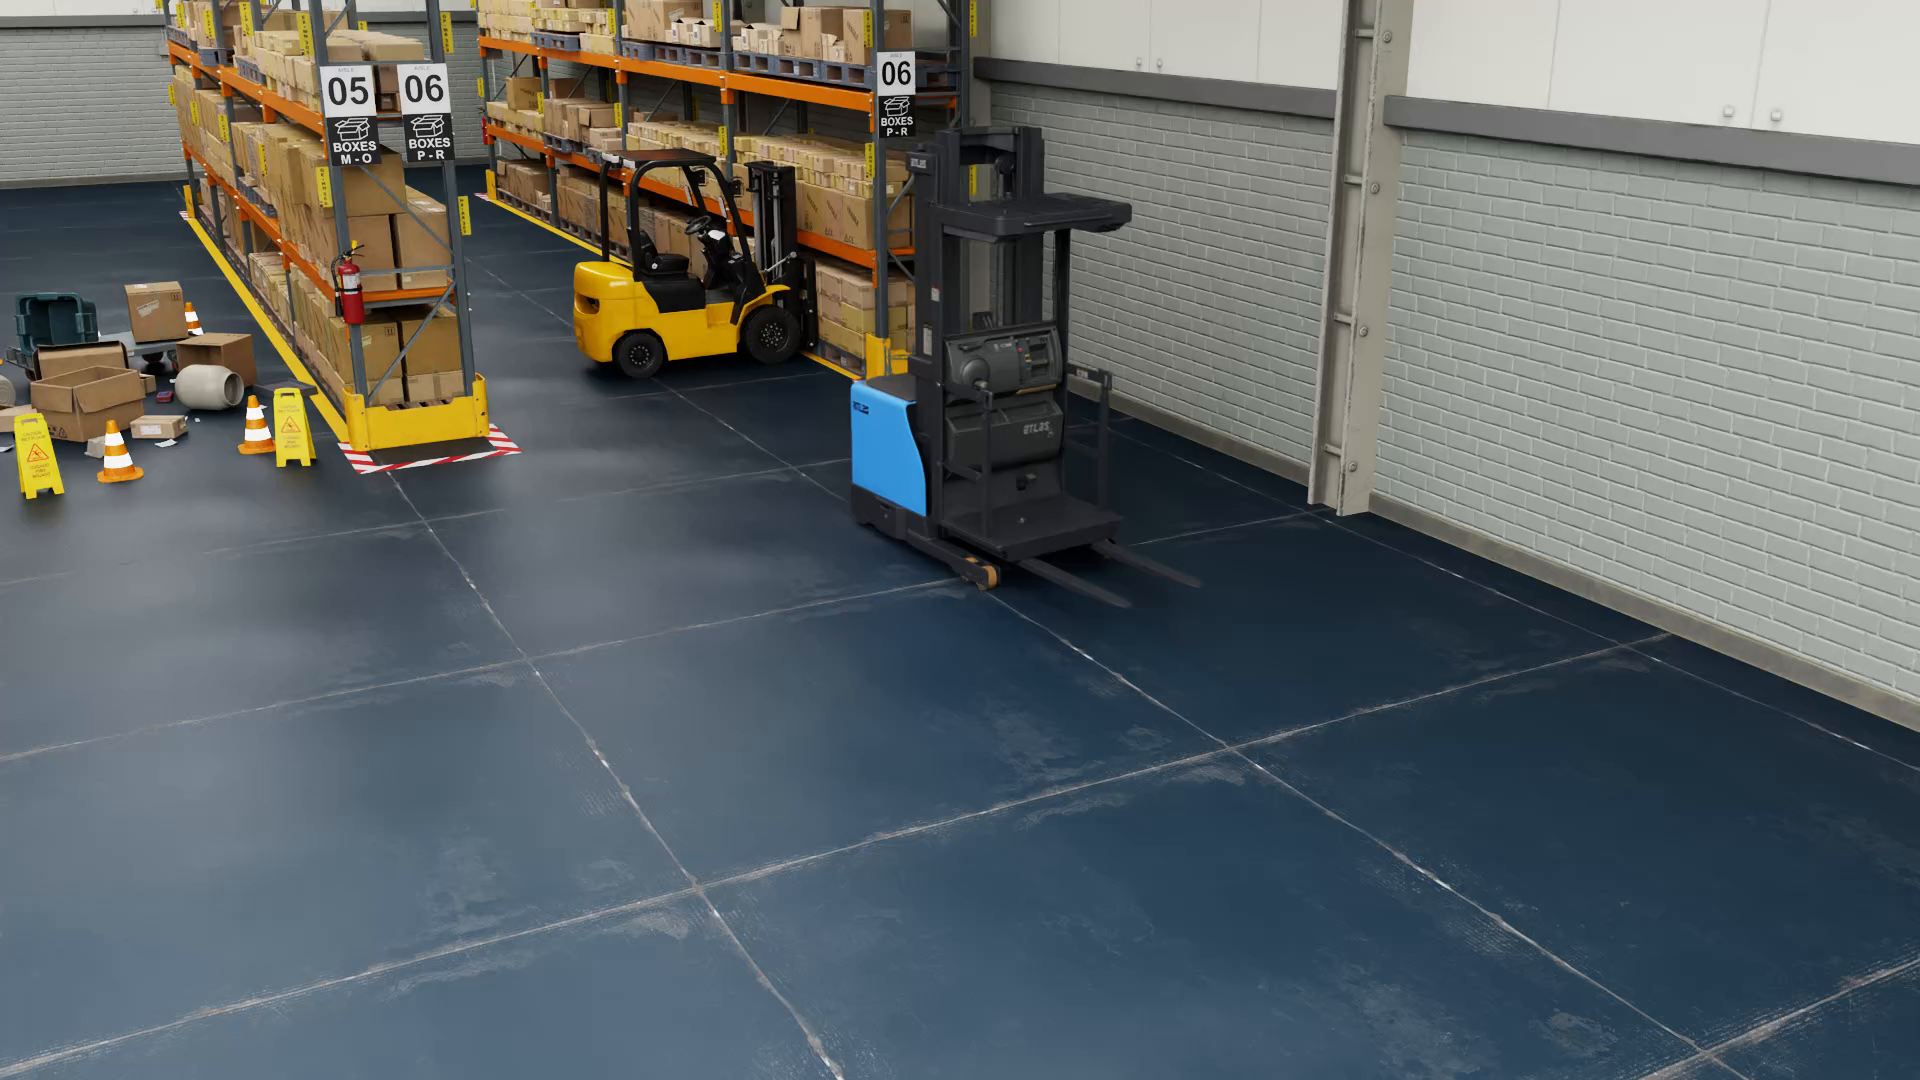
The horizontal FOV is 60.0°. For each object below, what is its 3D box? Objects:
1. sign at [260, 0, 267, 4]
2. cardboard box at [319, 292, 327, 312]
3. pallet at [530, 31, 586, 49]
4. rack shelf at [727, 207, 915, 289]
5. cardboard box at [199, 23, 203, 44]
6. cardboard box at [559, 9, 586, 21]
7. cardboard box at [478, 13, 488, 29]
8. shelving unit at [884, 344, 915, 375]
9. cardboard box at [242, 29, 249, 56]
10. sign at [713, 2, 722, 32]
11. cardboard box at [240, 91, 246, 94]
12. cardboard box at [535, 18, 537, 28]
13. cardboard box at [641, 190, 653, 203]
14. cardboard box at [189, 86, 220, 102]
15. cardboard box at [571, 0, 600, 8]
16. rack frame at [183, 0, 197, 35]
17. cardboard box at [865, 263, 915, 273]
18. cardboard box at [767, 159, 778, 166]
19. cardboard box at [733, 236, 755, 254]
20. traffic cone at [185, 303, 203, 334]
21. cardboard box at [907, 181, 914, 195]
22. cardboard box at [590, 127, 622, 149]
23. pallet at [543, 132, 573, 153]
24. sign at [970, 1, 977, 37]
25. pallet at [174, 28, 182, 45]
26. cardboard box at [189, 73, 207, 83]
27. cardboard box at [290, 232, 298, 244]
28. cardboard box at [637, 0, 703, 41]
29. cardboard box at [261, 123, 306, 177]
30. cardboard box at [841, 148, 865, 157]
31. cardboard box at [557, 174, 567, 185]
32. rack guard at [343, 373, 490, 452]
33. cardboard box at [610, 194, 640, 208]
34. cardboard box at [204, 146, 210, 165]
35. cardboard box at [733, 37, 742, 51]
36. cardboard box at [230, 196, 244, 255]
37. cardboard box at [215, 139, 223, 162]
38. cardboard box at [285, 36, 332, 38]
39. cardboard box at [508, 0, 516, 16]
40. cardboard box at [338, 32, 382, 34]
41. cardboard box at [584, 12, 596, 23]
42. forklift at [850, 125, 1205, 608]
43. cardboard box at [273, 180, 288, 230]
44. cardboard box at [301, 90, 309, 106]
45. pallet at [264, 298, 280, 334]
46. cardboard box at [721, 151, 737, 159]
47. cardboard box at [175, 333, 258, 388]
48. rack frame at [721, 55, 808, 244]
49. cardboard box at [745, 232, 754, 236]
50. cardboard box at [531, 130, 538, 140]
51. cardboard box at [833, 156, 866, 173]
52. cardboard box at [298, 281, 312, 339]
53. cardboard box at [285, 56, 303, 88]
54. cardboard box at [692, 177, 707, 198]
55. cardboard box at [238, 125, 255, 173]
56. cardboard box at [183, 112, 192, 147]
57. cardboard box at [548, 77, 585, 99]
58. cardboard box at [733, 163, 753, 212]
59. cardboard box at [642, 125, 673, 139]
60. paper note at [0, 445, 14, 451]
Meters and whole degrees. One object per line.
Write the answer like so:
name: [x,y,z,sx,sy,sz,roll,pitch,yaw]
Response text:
sign: [-9.967,-7.634,23.784,0.100,0.325,0.005,-10,21,-27]
cardboard box: [-5.701,-2.209,15.361,0.380,0.149,0.250,-10,21,-26]
pallet: [-5.825,-7.637,25.356,1.213,0.211,1.003,-10,21,-27]
rack shelf: [-1.324,-3.296,18.186,1.077,0.370,4.000,-10,21,-27]
cardboard box: [-9.502,-6.482,21.282,0.396,0.266,0.258,-11,22,-28]
cardboard box: [-5.645,-7.679,24.320,0.380,0.149,0.250,-10,21,-26]
cardboard box: [-8.002,-8.973,28.711,0.500,0.250,0.500,-10,22,-27]
shelving unit: [-0.436,-0.900,12.879,0.258,1.200,0.189,-4,14,-11]
cardboard box: [-7.791,-5.621,19.067,0.797,0.503,0.637,-10,21,-27]
sign: [-2.747,-5.934,18.856,0.100,0.325,0.005,-10,21,-27]
cardboard box: [-9.754,-6.020,23.291,0.500,0.500,0.500,-10,21,-26]
cardboard box: [-6.281,-7.904,25.428,0.380,0.149,0.250,-10,21,-26]
cardboard box: [-4.438,-5.019,24.272,0.380,0.149,0.250,-10,21,-26]
cardboard box: [-10.907,-6.349,24.246,0.500,0.500,0.500,-10,21,-27]
cardboard box: [-5.713,-8.240,25.310,0.396,0.266,0.258,-10,21,-27]
rack frame: [-10.440,-8.572,23.178,1.000,3.000,0.127,-10,21,-27]
cardboard box: [-0.677,-2.743,17.521,0.500,0.250,0.500,-10,21,-27]
cardboard box: [-1.907,-4.129,18.351,0.380,0.149,0.250,-10,22,-27]
cardboard box: [-2.321,-3.394,19.406,0.500,0.250,0.500,-10,22,-27]
traffic cone: [-8.462,-2.380,18.319,0.336,0.463,0.334,-10,21,-27]
cardboard box: [-0.308,-3.553,16.682,0.380,0.149,0.250,-11,22,-28]
cardboard box: [-4.960,-5.738,23.749,0.500,0.250,0.500,-11,22,-29]
pallet: [-5.790,-6.169,25.706,1.003,0.211,1.213,-10,21,-27]
sign: [0.117,-5.014,16.004,0.100,0.325,0.005,-10,21,-27]
pallet: [-11.394,-7.699,25.381,1.003,0.211,1.213,-10,21,-27]
cardboard box: [-11.292,-6.904,24.860,0.380,0.149,0.250,-10,21,-27]
cardboard box: [-6.608,-3.117,16.950,0.380,0.149,0.250,-9,21,-25]
cardboard box: [-3.717,-6.694,21.383,0.700,0.500,0.500,-10,22,-28]
cardboard box: [-6.623,-3.940,16.810,0.700,0.500,0.500,-10,22,-27]
cardboard box: [-1.056,-4.134,17.909,0.380,0.149,0.250,-10,21,-26]
cardboard box: [-6.137,-5.686,26.204,0.380,0.149,0.250,-9,21,-24]
rack guard: [-4.777,-1.132,14.645,1.175,0.500,0.348,-10,21,-27]
cardboard box: [-4.788,-4.858,23.804,0.380,0.149,0.250,-11,22,-29]
cardboard box: [-10.463,-5.498,23.697,0.500,0.250,0.500,-11,22,-28]
cardboard box: [-2.328,-5.579,18.690,0.380,0.149,0.250,-9,21,-26]
cardboard box: [-9.639,-4.507,23.207,0.875,0.875,0.875,-9,21,-25]
cardboard box: [-9.502,-5.144,21.903,0.500,0.250,0.500,-11,22,-28]
cardboard box: [-5.968,-4.542,15.258,0.380,0.149,0.250,-10,21,-26]
cardboard box: [-7.007,-8.629,26.949,0.500,0.250,0.500,-10,21,-26]
cardboard box: [-5.824,-4.853,16.162,0.380,0.149,0.250,-9,21,-25]
cardboard box: [-5.092,-7.387,23.506,0.380,0.149,0.250,-11,22,-28]
forklift: [0.428,-1.228,11.198,1.130,2.935,3.031,-13,23,-32]
cardboard box: [-6.677,-3.458,16.946,0.500,0.500,0.500,-10,21,-27]
cardboard box: [-5.622,-3.945,14.752,0.380,0.149,0.250,-10,21,-27]
pallet: [-7.595,-2.696,19.620,1.003,0.211,1.213,-10,21,-27]
cardboard box: [-2.632,-4.627,19.795,0.380,0.149,0.250,-9,21,-25]
cardboard box: [-7.329,-1.741,16.407,0.500,0.500,0.500,4,19,11]
rack frame: [-2.274,-4.210,19.733,1.000,3.000,0.127,-10,21,-27]
cardboard box: [-2.532,-3.434,20.481,0.875,0.625,0.625,-9,21,-24]
cardboard box: [-6.734,-6.582,26.993,0.380,0.149,0.250,-9,21,-25]
cardboard box: [-1.076,-3.846,17.075,0.380,0.149,0.250,-10,21,-26]
cardboard box: [-6.334,-2.330,16.707,0.500,0.500,0.500,-9,21,-24]
cardboard box: [-5.710,-4.177,14.814,0.500,0.250,0.500,-9,21,-25]
cardboard box: [-2.987,-4.386,20.475,0.500,0.250,0.500,-10,21,-27]
cardboard box: [-8.277,-4.661,19.787,0.500,0.500,0.500,-9,21,-24]
cardboard box: [-11.873,-6.460,26.101,0.500,0.500,0.500,-10,21,-27]
cardboard box: [-6.546,-7.399,27.600,0.500,0.500,0.500,-11,22,-28]
cardboard box: [-2.293,-4.089,19.230,0.500,0.500,0.500,-11,22,-28]
cardboard box: [-4.009,-5.429,22.117,0.380,0.149,0.250,-9,21,-25]
paper note: [-8.280,-0.793,14.384,0.144,0.017,0.142,-3,19,-8]
